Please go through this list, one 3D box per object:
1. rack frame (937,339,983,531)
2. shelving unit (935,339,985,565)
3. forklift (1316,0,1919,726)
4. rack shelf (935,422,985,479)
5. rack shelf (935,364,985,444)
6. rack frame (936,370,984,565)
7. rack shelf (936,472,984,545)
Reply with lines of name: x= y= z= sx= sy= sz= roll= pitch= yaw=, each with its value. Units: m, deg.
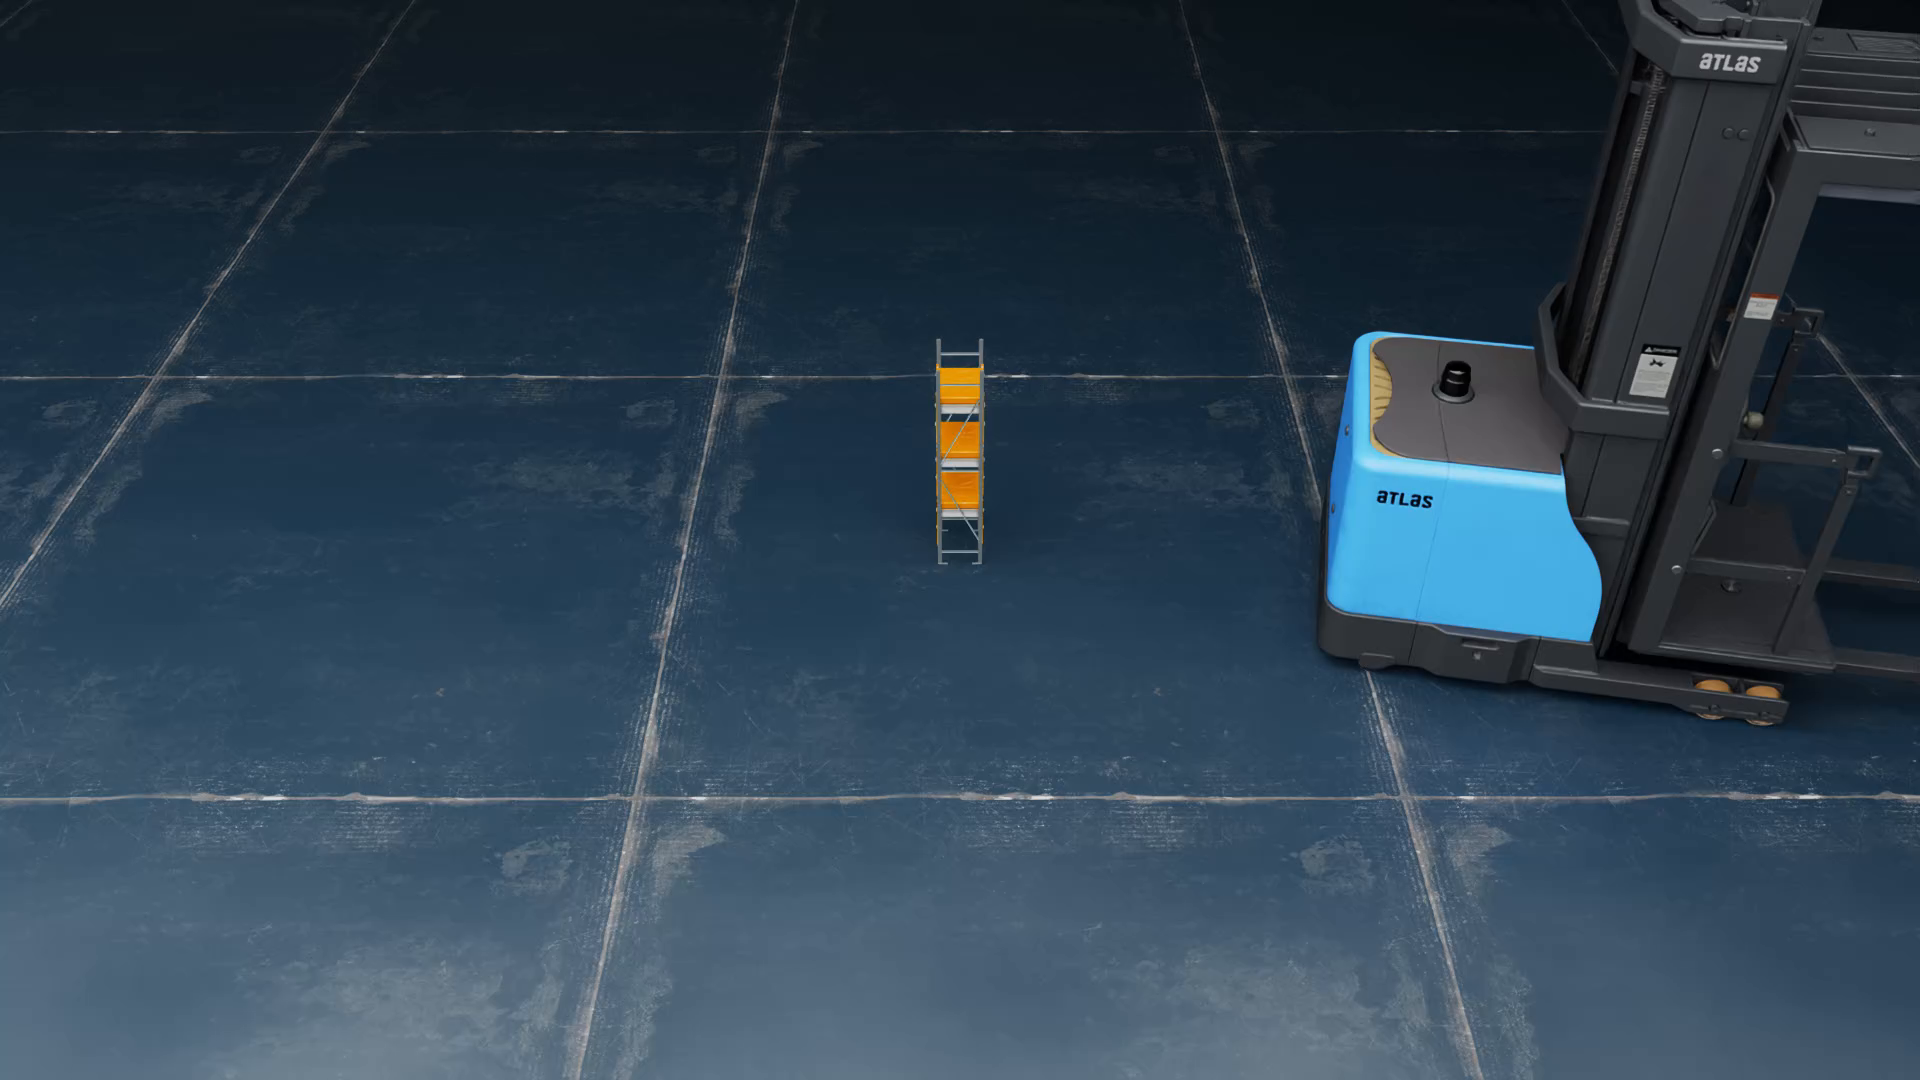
rack frame: x=0.000 y=-0.453 z=7.475 sx=0.200 sy=1.050 sz=0.008 roll=0 pitch=39 yaw=0
shelving unit: x=0.000 y=-0.376 z=7.380 sx=0.215 sy=1.050 sz=0.252 roll=0 pitch=39 yaw=0
forklift: x=3.091 y=-0.747 z=6.339 sx=3.031 sy=2.935 sz=1.130 roll=7 pitch=39 yaw=8
rack shelf: x=0.000 y=-0.368 z=7.387 sx=0.215 sy=0.259 sz=0.240 roll=0 pitch=39 yaw=0
rack shelf: x=0.000 y=-0.589 z=7.209 sx=0.215 sy=0.259 sz=0.240 roll=0 pitch=39 yaw=0
rack frame: x=0.000 y=-0.300 z=7.285 sx=0.200 sy=1.050 sz=0.008 roll=0 pitch=39 yaw=0
rack shelf: x=0.000 y=-0.151 z=7.560 sx=0.215 sy=0.259 sz=0.240 roll=0 pitch=39 yaw=0
